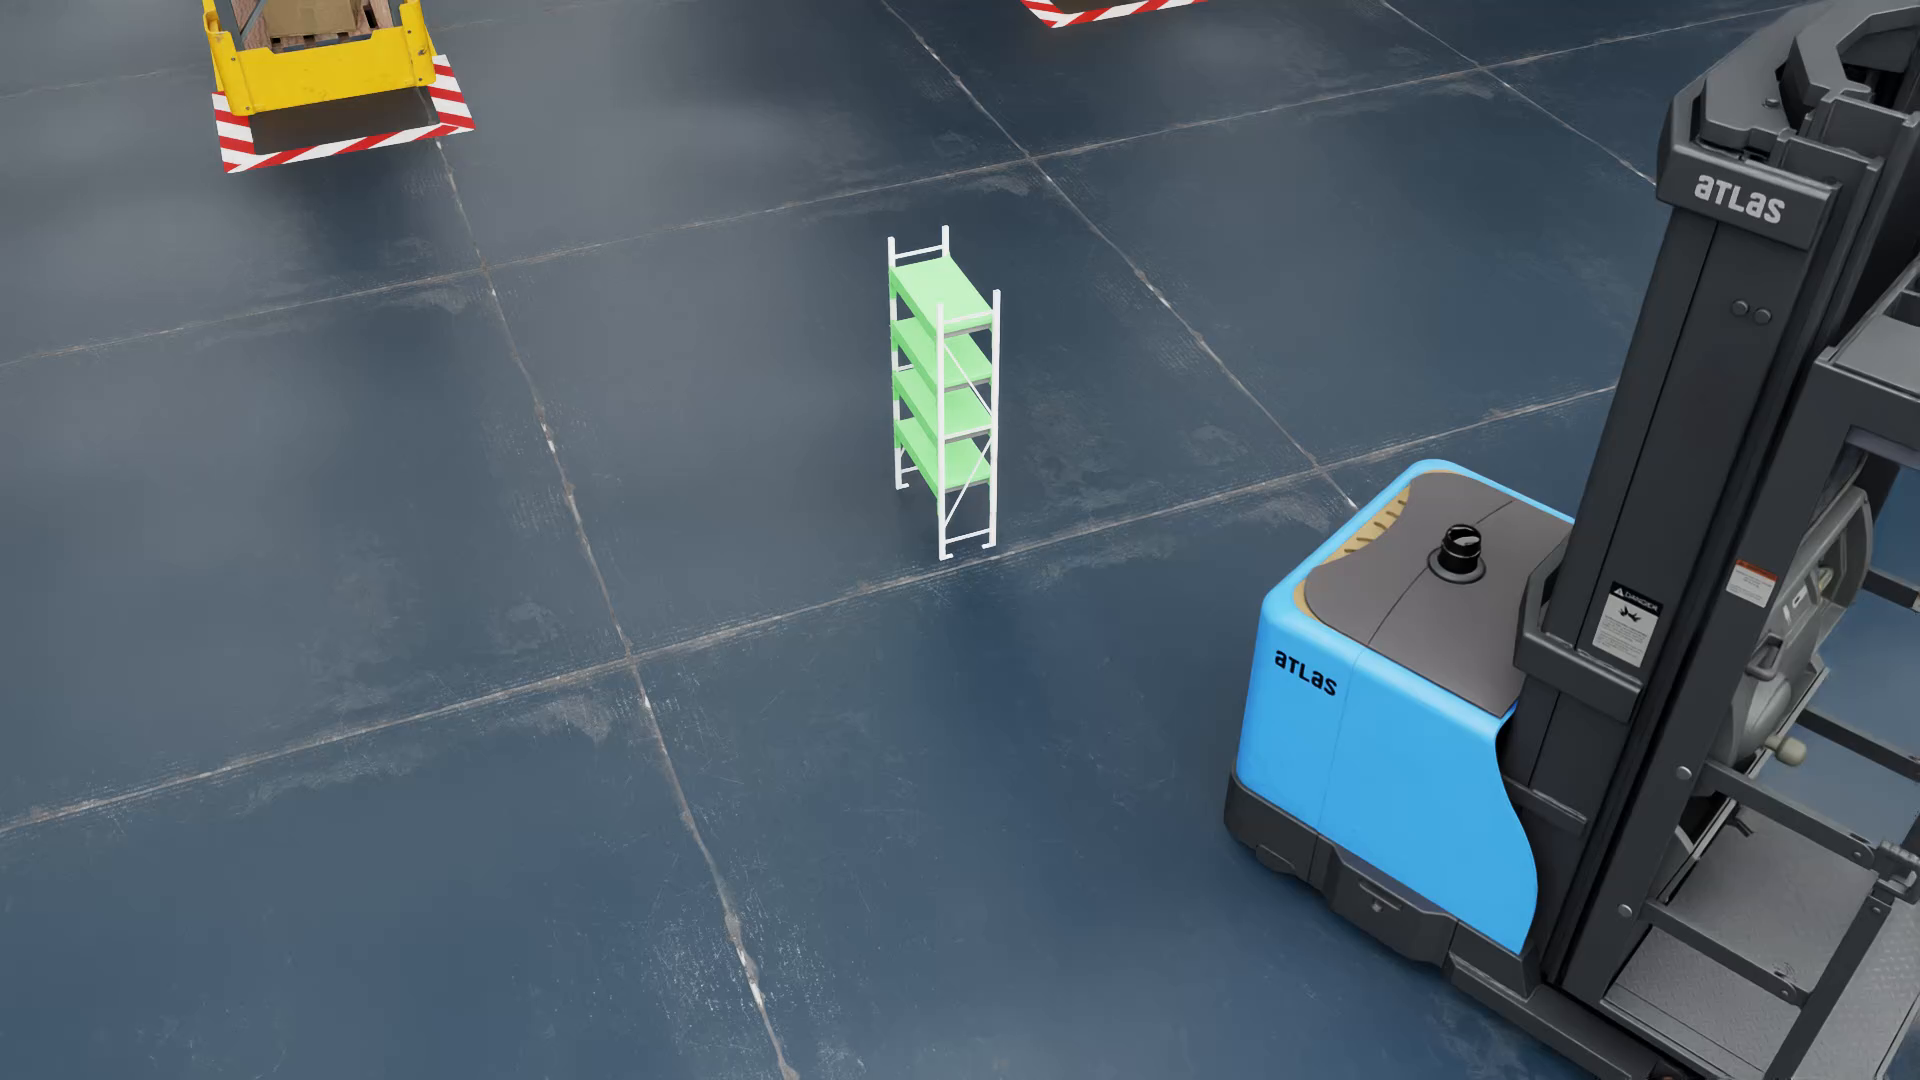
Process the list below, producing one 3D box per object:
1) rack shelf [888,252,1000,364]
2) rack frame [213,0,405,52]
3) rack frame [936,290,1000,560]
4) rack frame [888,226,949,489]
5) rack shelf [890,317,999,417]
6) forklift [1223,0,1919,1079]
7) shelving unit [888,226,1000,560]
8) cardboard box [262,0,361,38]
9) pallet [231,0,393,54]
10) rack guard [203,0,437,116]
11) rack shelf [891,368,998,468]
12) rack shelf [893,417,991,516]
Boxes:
[{"bbox_3d":[-0.063,-0.870,6.203,0.258,0.148,0.480,-15,43,-17],"label":"rack shelf"},{"bbox_3d":[-3.690,-3.773,8.837,1.000,3.000,0.127,-15,43,-17],"label":"rack frame"},{"bbox_3d":[0.030,-0.408,6.304,0.240,1.200,0.015,-15,43,-17],"label":"rack frame"},{"bbox_3d":[-0.157,-0.702,6.646,0.240,1.200,0.015,-15,43,-17],"label":"rack frame"},{"bbox_3d":[-0.063,-0.688,6.360,0.258,0.148,0.480,-15,43,-17],"label":"rack shelf"},{"bbox_3d":[2.312,0.289,4.166,3.031,2.935,1.130,30,49,30],"label":"forklift"},{"bbox_3d":[-0.063,-0.555,6.475,0.258,1.200,0.503,-15,43,-17],"label":"shelving unit"},{"bbox_3d":[-3.913,-3.365,9.958,0.500,0.500,0.500,-8,41,-9],"label":"cardboard box"},{"bbox_3d":[-3.997,-3.260,10.379,1.003,0.211,1.213,-15,43,-17],"label":"pallet"},{"bbox_3d":[-3.719,-2.871,9.706,1.175,0.500,0.348,-15,43,-17],"label":"rack guard"},{"bbox_3d":[-0.063,-0.506,6.516,0.258,0.148,0.480,-15,43,-17],"label":"rack shelf"},{"bbox_3d":[-0.063,-0.324,6.673,0.258,0.148,0.480,-15,43,-17],"label":"rack shelf"}]
